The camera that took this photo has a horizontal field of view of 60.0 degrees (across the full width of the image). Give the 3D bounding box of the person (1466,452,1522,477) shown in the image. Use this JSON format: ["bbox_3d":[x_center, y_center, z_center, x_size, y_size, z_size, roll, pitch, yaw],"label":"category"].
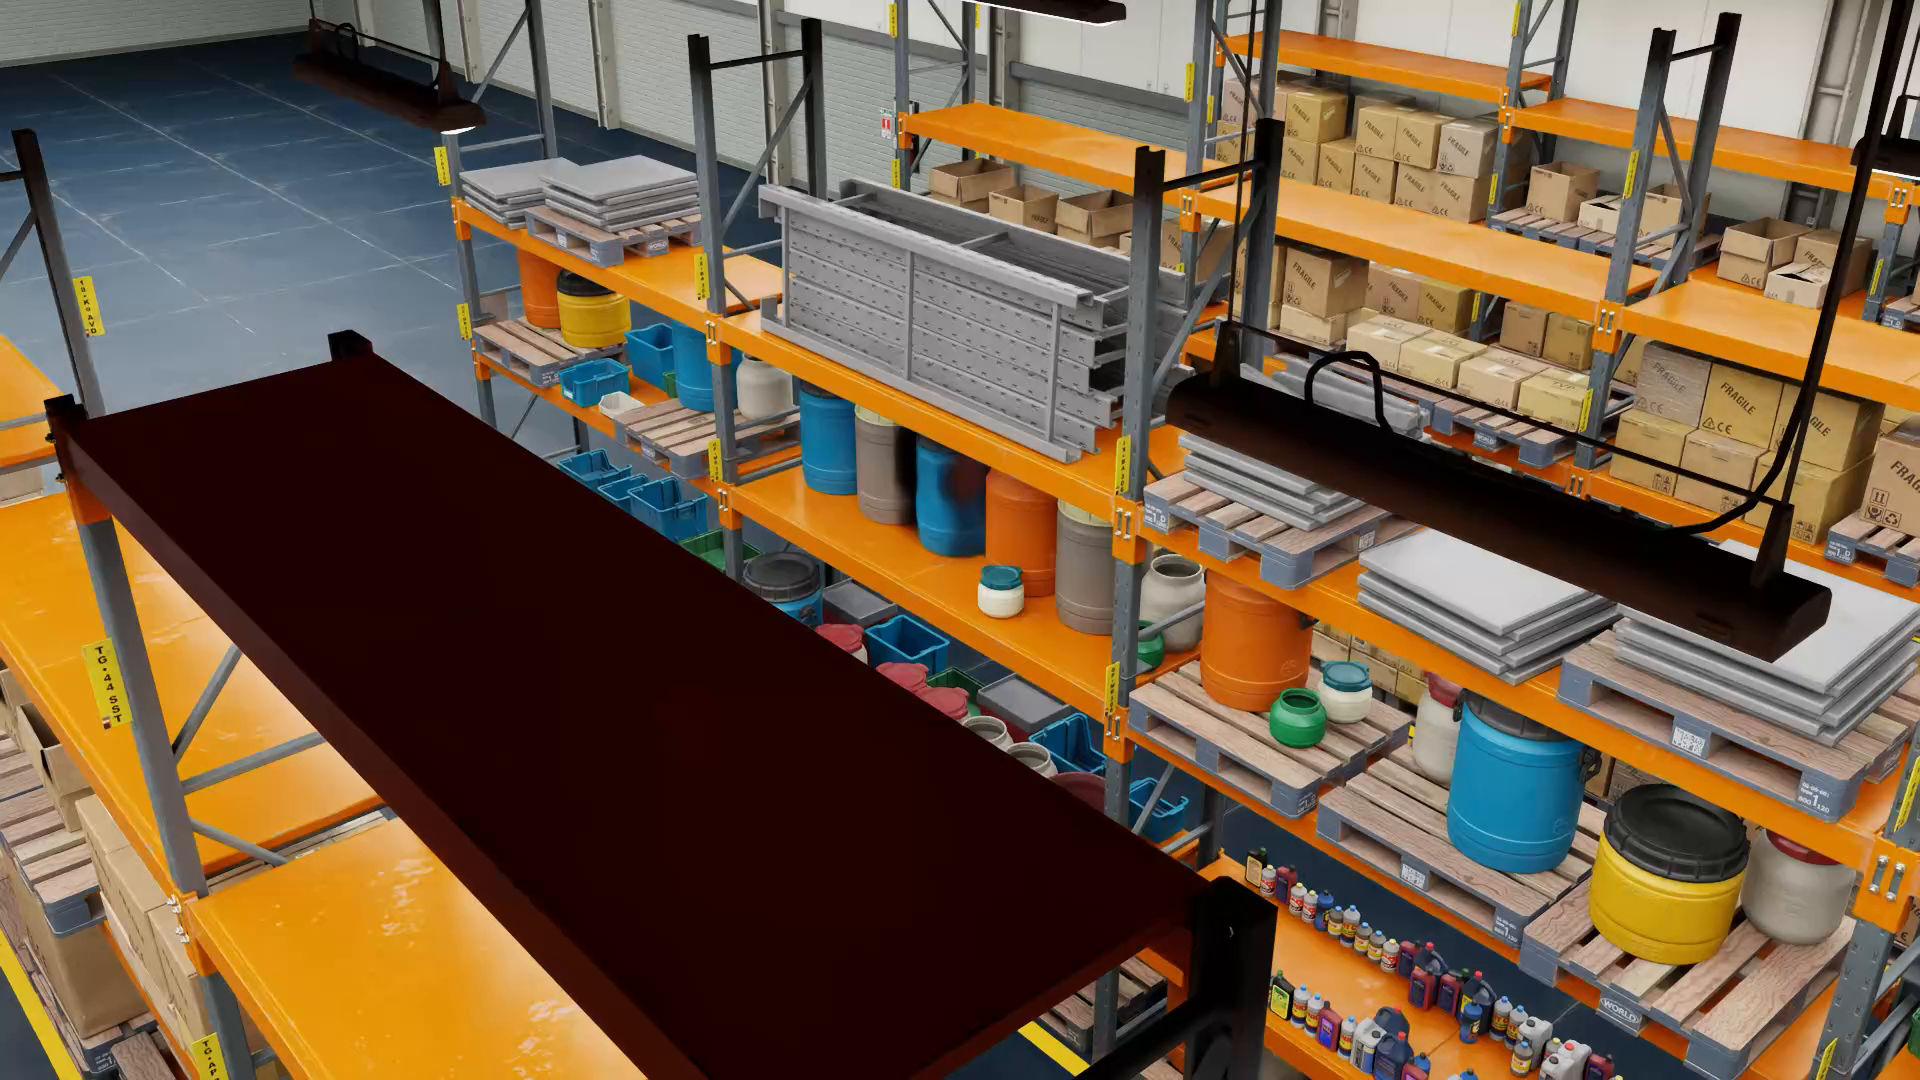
[{"bbox_3d":[5.392,-0.661,16.875,0.559,1.778,0.496,3,27,6],"label":"person"}]
